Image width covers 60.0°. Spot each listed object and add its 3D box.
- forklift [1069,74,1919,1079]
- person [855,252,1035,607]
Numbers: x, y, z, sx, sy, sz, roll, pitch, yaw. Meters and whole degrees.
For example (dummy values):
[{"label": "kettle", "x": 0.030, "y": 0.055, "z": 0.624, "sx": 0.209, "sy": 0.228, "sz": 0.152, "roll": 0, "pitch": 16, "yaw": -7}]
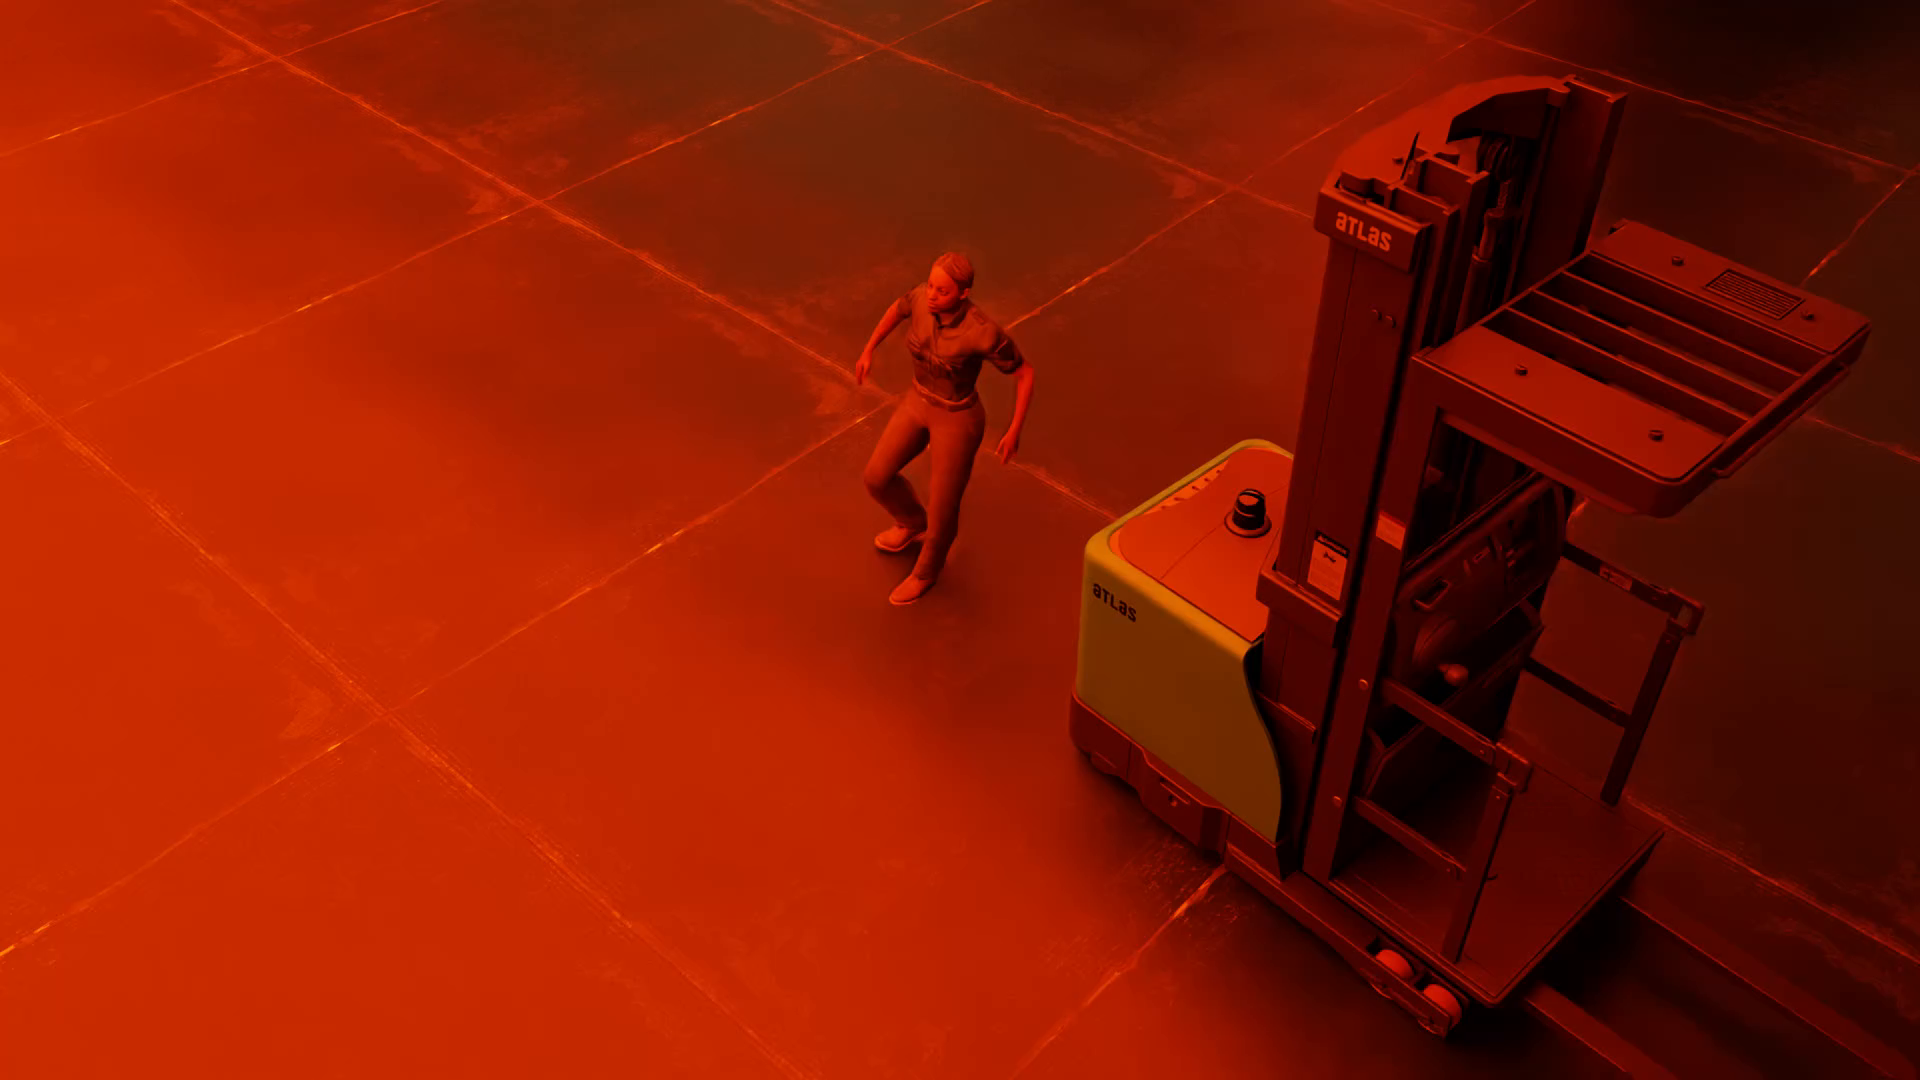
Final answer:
[{"label": "forklift", "x": 1.807, "y": 0.198, "z": 5.198, "sx": 1.130, "sy": 2.935, "sz": 3.031, "roll": -31, "pitch": 49, "yaw": -31}, {"label": "person", "x": -0.141, "y": -0.479, "z": 7.045, "sx": 0.824, "sy": 1.607, "sz": 0.615, "roll": 32, "pitch": 50, "yaw": 31}]
